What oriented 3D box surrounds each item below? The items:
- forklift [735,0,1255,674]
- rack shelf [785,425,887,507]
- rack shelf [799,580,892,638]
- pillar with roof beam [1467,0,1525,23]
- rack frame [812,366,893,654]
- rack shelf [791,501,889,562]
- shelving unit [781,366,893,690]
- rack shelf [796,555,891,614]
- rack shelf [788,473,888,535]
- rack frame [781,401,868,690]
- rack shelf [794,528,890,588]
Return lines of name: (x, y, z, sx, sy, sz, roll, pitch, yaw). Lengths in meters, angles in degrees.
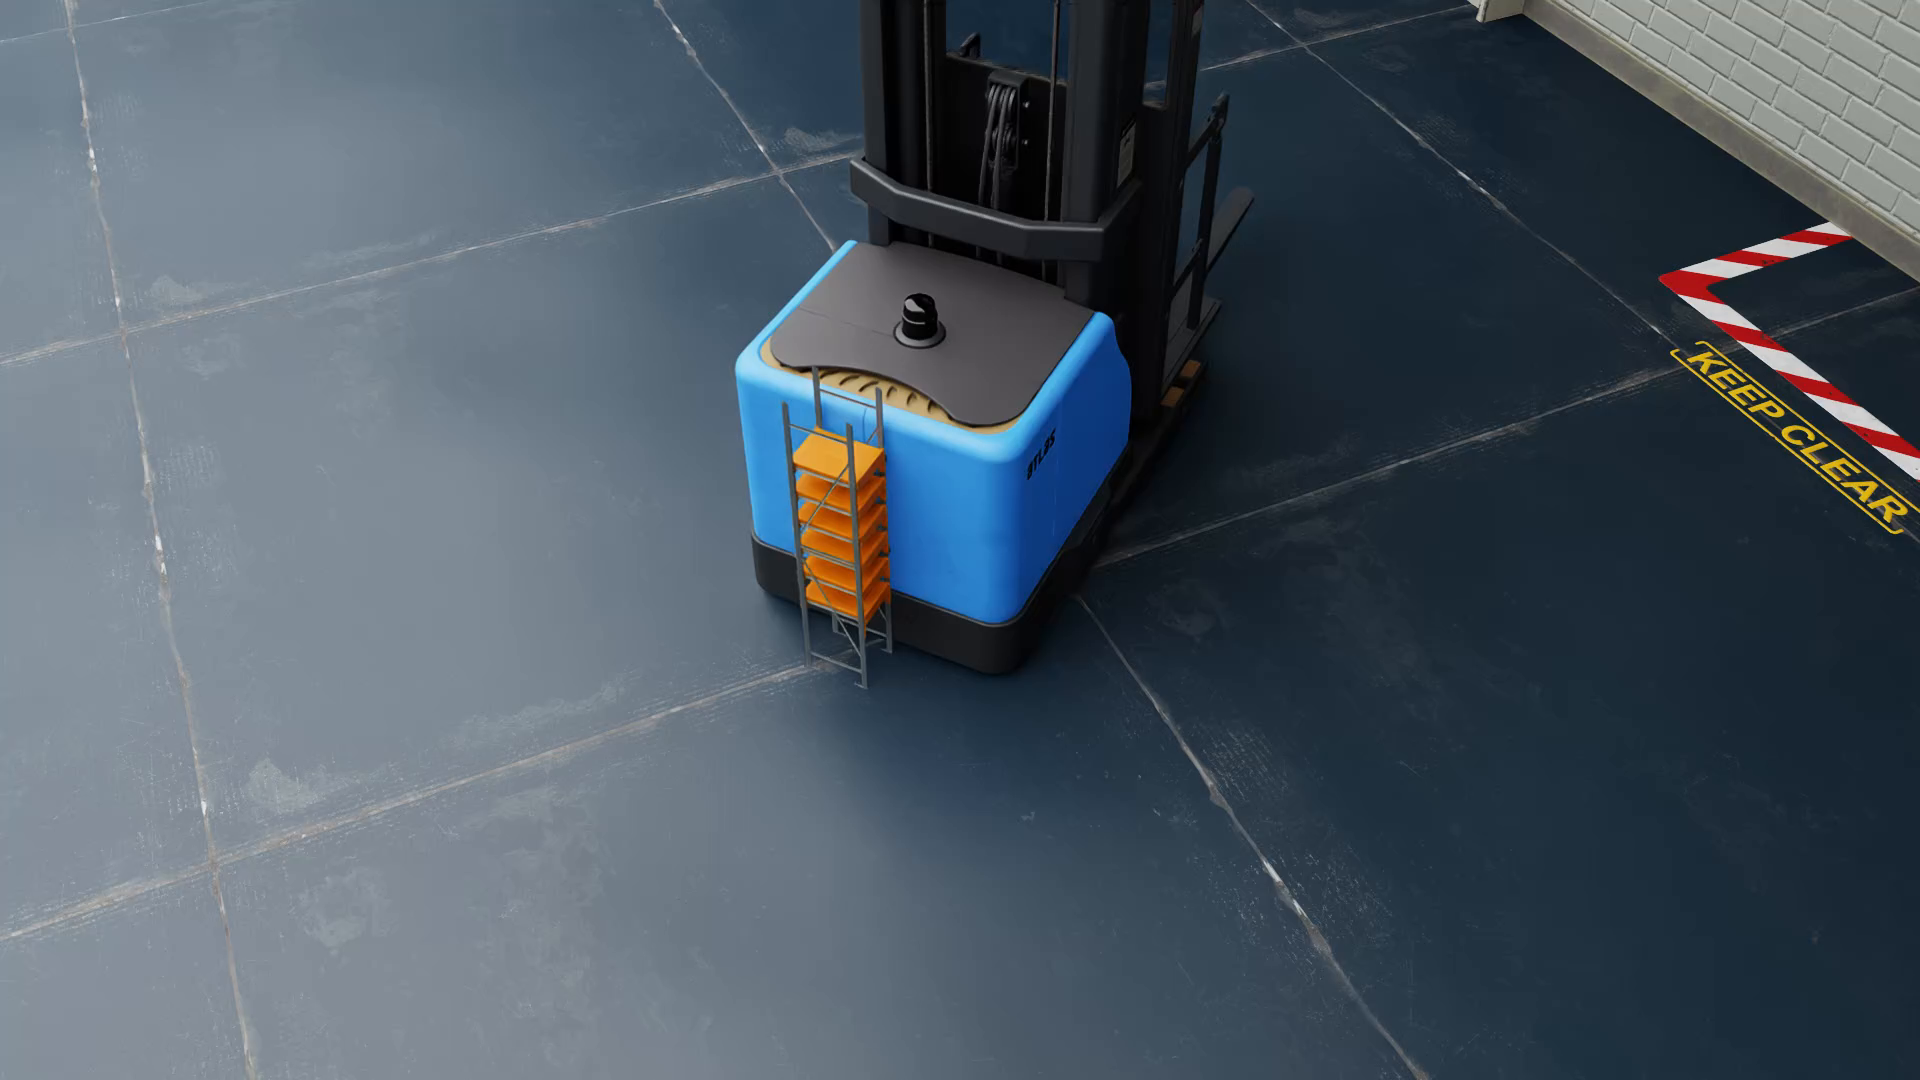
forklift: (0.365, -1.626, 5.811, 1.130, 2.935, 3.031, 19, 48, 18)
rack shelf: (-0.385, -0.231, 5.181, 0.258, 0.103, 0.180, 19, 48, 18)
rack shelf: (-0.385, 0.196, 5.602, 0.258, 0.103, 0.180, 19, 48, 18)
pillar with roof beam: (-0.986, -4.942, 4.851, 9.100, 9.000, 0.400, -18, 47, -17)
rack frame: (-0.344, -0.064, 5.461, 0.240, 1.200, 0.006, 19, 48, 18)
rack shelf: (-0.385, -0.060, 5.349, 0.258, 0.103, 0.180, 19, 48, 18)
shelving unit: (-0.385, -0.007, 5.402, 0.258, 1.200, 0.189, 19, 48, 18)
rack shelf: (-0.385, 0.111, 5.518, 0.258, 0.103, 0.180, 19, 48, 18)
rack shelf: (-0.385, -0.146, 5.265, 0.258, 0.103, 0.180, 19, 48, 18)
rack frame: (-0.425, 0.051, 5.344, 0.240, 1.200, 0.006, 19, 48, 18)
rack shelf: (-0.385, 0.025, 5.434, 0.258, 0.103, 0.180, 19, 48, 18)
